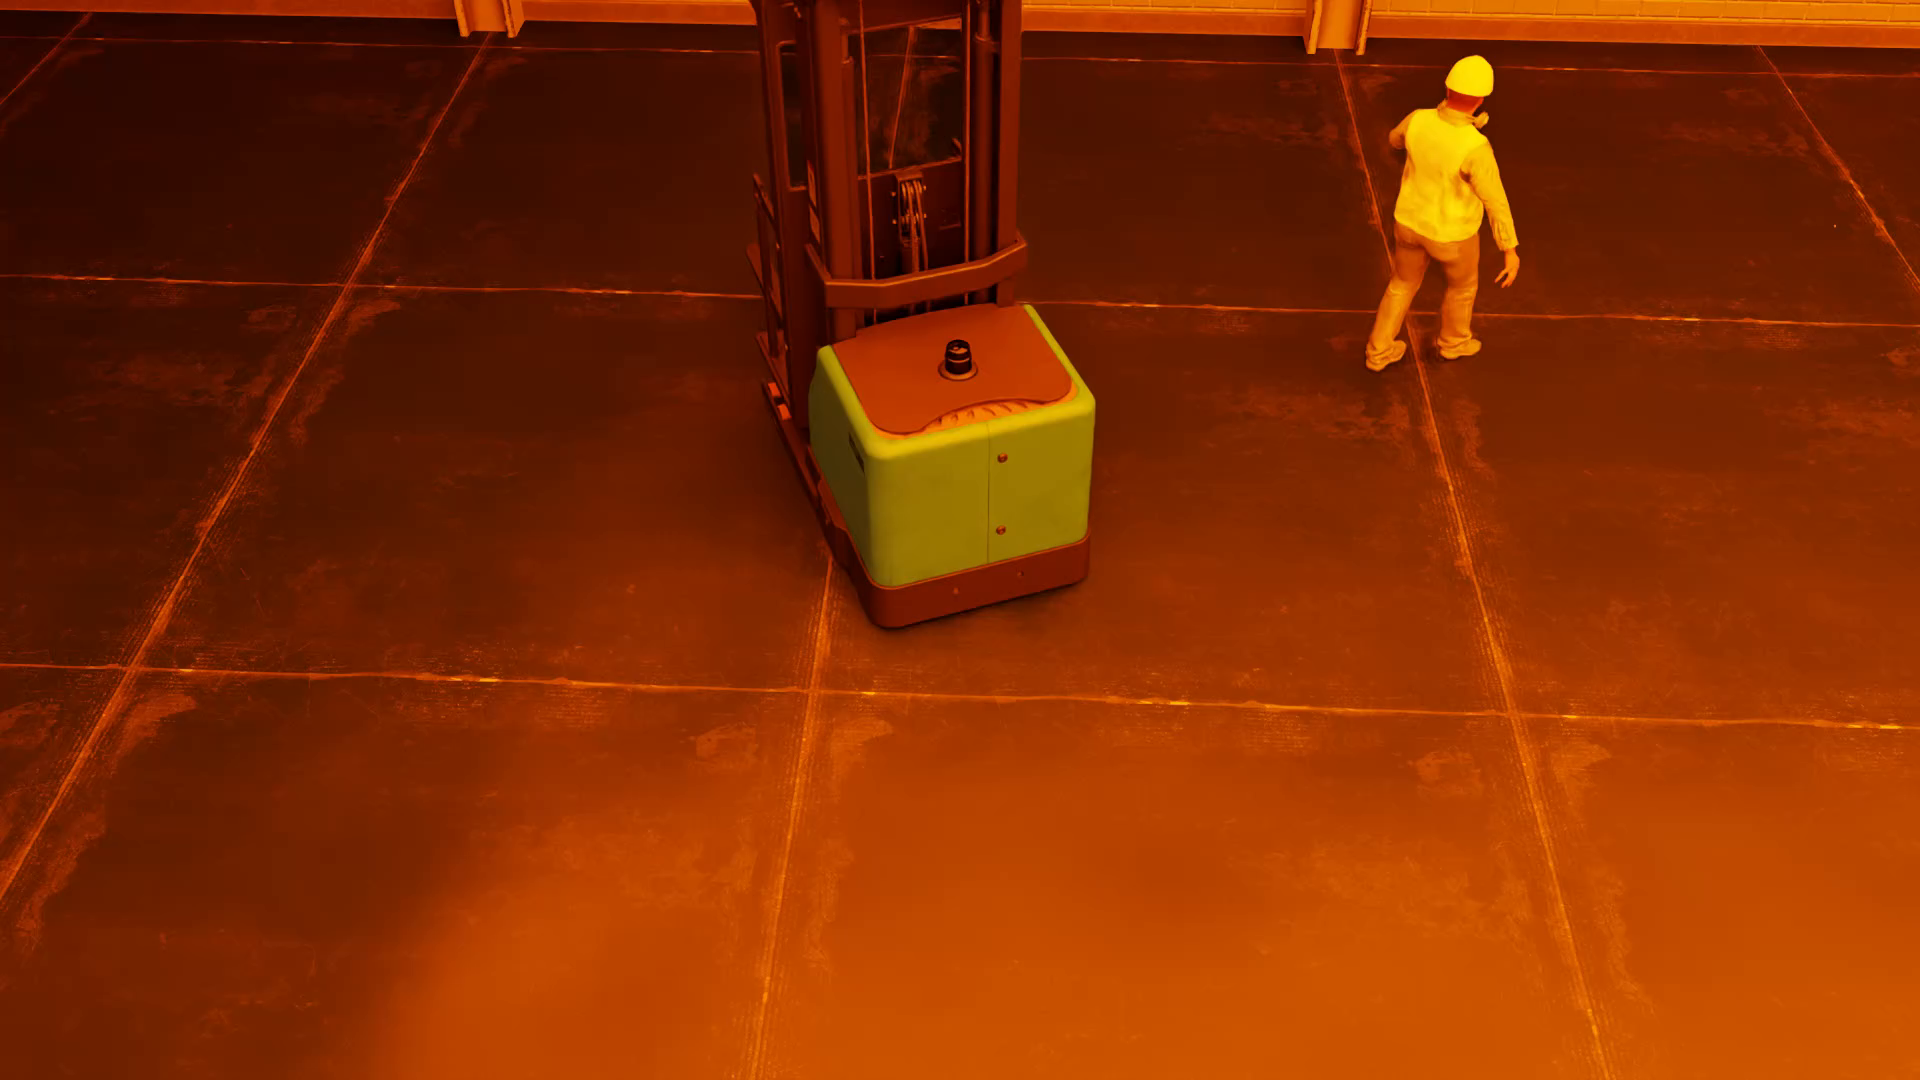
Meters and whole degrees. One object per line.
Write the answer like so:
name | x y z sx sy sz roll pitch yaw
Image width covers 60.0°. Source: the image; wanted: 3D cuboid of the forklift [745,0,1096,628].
forklift | -0.384 -1.700 7.604 1.130 2.935 3.031 -14 44 -14

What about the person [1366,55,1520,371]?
person | 2.509 -1.626 8.429 0.695 1.774 0.974 -29 50 -28
